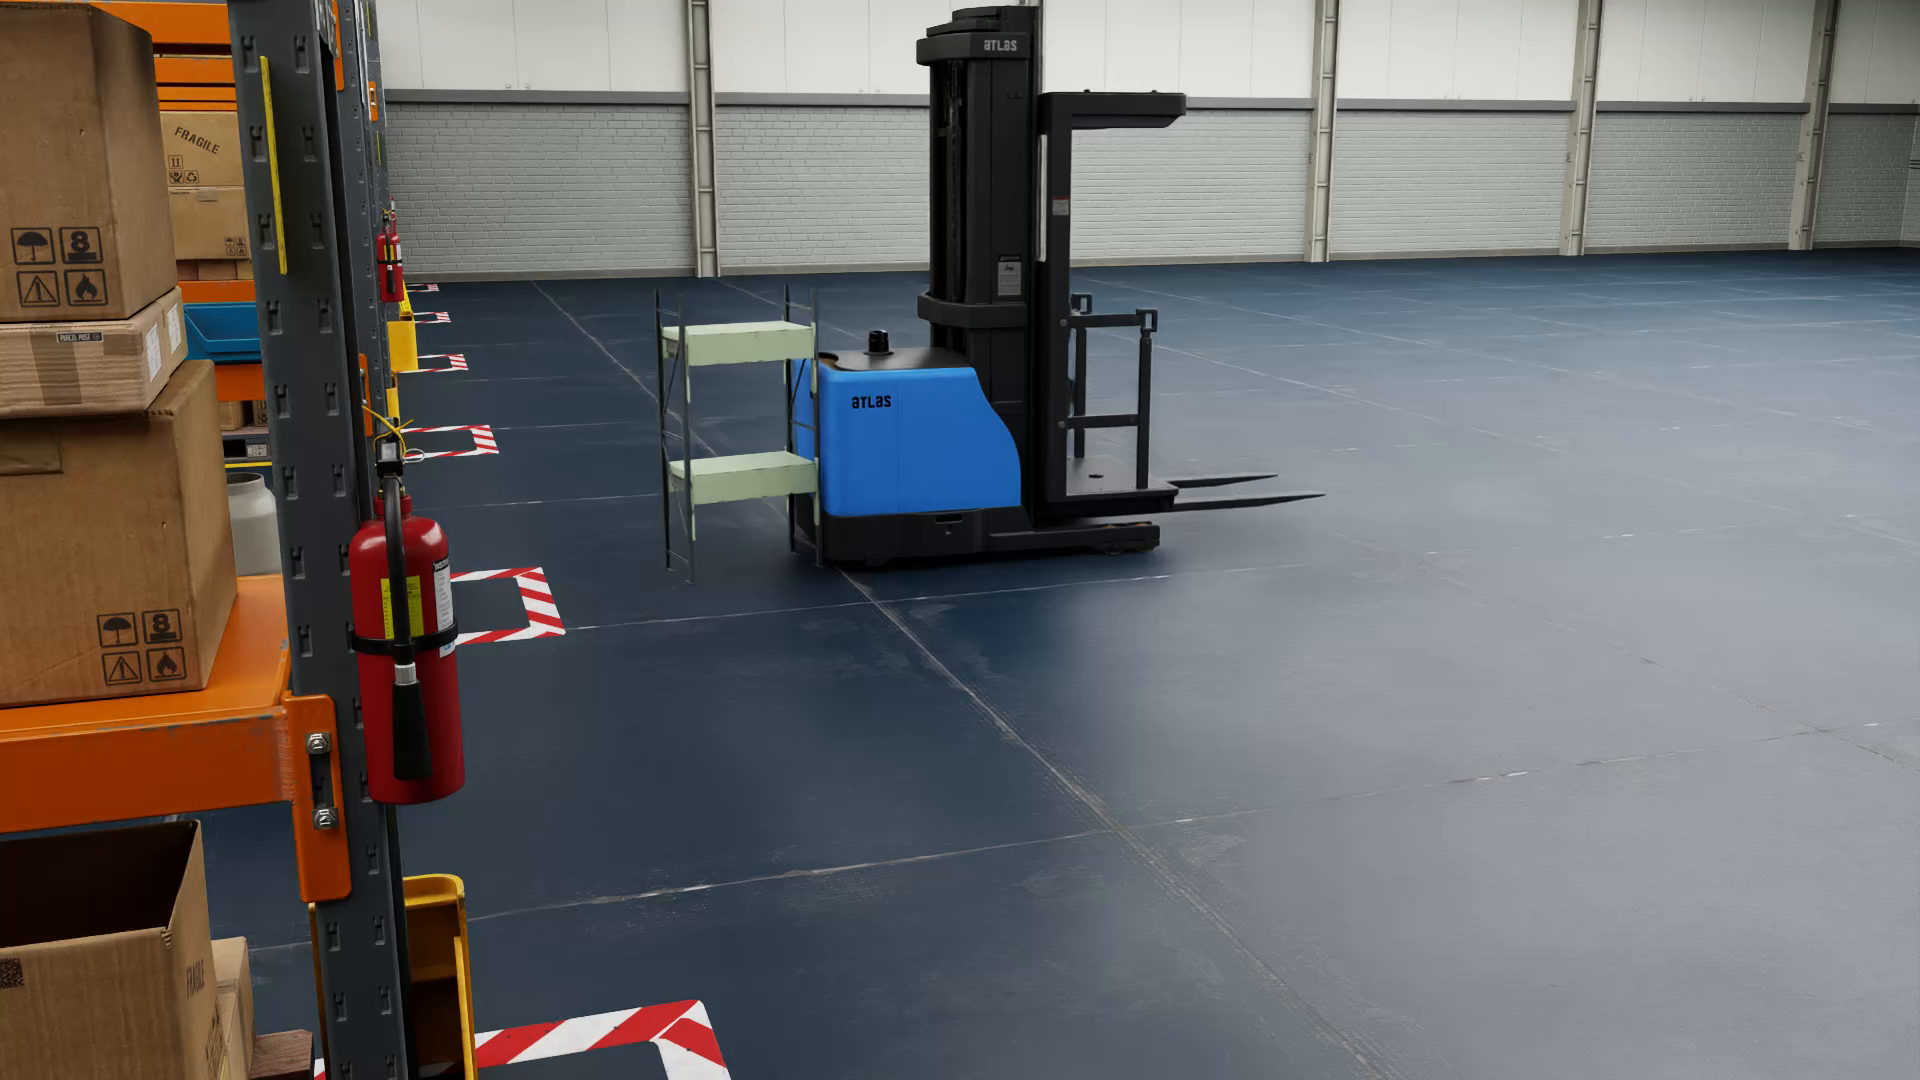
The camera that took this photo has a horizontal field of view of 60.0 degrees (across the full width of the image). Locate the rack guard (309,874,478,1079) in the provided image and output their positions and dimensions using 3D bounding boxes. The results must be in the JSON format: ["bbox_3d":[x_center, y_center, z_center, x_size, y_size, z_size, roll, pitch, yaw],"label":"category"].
[{"bbox_3d":[-1.200,1.195,3.540,0.348,0.500,1.175,-4,14,-18],"label":"rack guard"}]

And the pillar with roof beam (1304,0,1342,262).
[{"bbox_3d":[8.360,-8.904,27.628,0.400,9.000,9.100,-4,14,-18],"label":"pillar with roof beam"}]

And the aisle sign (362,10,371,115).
[{"bbox_3d":[-4.415,-3.528,12.374,0.004,0.787,0.394,-4,14,-18],"label":"aisle sign"}]

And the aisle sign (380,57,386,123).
[{"bbox_3d":[-5.893,-4.624,16.981,0.004,0.787,0.394,-4,14,-18],"label":"aisle sign"}]

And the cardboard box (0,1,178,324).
[{"bbox_3d":[-1.719,-0.664,2.932,0.500,0.500,0.700,-4,14,-18],"label":"cardboard box"}]

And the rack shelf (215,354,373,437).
[{"bbox_3d":[-4.694,-0.609,7.275,4.000,0.370,1.077,-4,14,-18],"label":"rack shelf"}]

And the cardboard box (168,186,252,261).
[{"bbox_3d":[-5.344,-2.288,11.922,0.500,0.500,0.875,-4,14,-18],"label":"cardboard box"}]

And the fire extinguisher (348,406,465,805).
[{"bbox_3d":[-0.962,0.111,2.861,0.183,0.674,0.296,-4,14,-18],"label":"fire extinguisher"}]

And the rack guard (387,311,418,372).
[{"bbox_3d":[-5.842,-2.074,17.280,0.348,0.500,1.175,-4,14,-18],"label":"rack guard"}]

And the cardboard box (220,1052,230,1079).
[{"bbox_3d":[-1.637,1.218,3.074,0.500,0.250,0.500,-4,14,-18],"label":"cardboard box"}]

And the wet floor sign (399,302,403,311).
[{"bbox_3d":[-6.469,-2.579,19.091,0.232,0.644,0.267,-7,15,-28],"label":"wet floor sign"}]

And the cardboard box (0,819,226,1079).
[{"bbox_3d":[-1.636,0.854,2.986,0.500,0.500,0.500,-4,14,-18],"label":"cardboard box"}]

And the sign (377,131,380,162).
[{"bbox_3d":[-5.705,-3.846,16.318,0.005,0.325,0.100,-4,14,-18],"label":"sign"}]

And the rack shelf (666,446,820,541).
[{"bbox_3d":[-1.169,-0.259,8.900,0.720,0.370,0.431,-7,15,-29],"label":"rack shelf"}]

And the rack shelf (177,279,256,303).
[{"bbox_3d":[-6.274,-1.695,11.842,4.000,0.370,1.077,-4,14,-18],"label":"rack shelf"}]

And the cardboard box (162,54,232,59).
[{"bbox_3d":[-5.227,-3.450,11.508,0.500,0.250,0.500,-4,14,-18],"label":"cardboard box"}]

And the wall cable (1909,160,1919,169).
[{"bbox_3d":[21.574,-9.150,35.375,0.112,2.526,3.097,-4,14,-18],"label":"wall cable"}]

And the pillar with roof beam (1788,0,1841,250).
[{"bbox_3d":[19.733,-9.789,31.352,0.400,9.000,9.100,-4,14,-18],"label":"pillar with roof beam"}]

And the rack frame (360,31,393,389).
[{"bbox_3d":[-4.378,-2.193,12.379,0.127,3.000,1.000,-4,14,-18],"label":"rack frame"}]

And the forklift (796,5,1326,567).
[{"bbox_3d":[0.621,-1.454,9.423,3.031,2.935,1.130,-4,14,-16],"label":"forklift"}]

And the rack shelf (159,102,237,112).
[{"bbox_3d":[-9.435,-5.328,20.632,4.000,0.370,1.077,-4,14,-18],"label":"rack shelf"}]

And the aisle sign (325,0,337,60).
[{"bbox_3d":[-1.258,-1.356,3.246,0.004,0.787,0.394,-4,14,-18],"label":"aisle sign"}]

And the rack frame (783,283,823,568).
[{"bbox_3d":[-0.851,-0.618,9.000,0.023,1.500,0.400,-7,15,-29],"label":"rack frame"}]

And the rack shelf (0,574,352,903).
[{"bbox_3d":[-3.118,0.478,2.706,4.000,0.370,1.077,-4,14,-18],"label":"rack shelf"}]

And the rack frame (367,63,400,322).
[{"bbox_3d":[-5.865,-3.288,16.984,0.127,3.000,1.000,-4,14,-18],"label":"rack frame"}]

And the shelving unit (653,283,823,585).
[{"bbox_3d":[-1.169,-0.576,8.824,0.755,1.500,0.431,-7,15,-29],"label":"shelving unit"}]

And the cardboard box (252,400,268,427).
[{"bbox_3d":[-4.976,-1.138,12.441,0.500,0.500,0.500,-2,14,-8],"label":"cardboard box"}]

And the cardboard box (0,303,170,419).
[{"bbox_3d":[-1.524,-0.314,2.863,0.250,0.149,0.380,-5,14,-19],"label":"cardboard box"}]

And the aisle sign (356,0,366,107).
[{"bbox_3d":[-2.824,-2.441,7.804,0.004,0.787,0.394,-4,14,-18],"label":"aisle sign"}]

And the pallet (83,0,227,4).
[{"bbox_3d":[-3.614,-2.434,7.320,1.213,0.211,1.003,-4,14,-18],"label":"pallet"}]

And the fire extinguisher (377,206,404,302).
[{"bbox_3d":[-4.123,-2.062,11.998,0.183,0.674,0.296,-4,14,-18],"label":"fire extinguisher"}]

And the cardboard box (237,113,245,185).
[{"bbox_3d":[-4.821,-2.778,11.819,0.500,0.500,0.500,-4,14,-18],"label":"cardboard box"}]

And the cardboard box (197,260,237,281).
[{"bbox_3d":[-5.282,-1.941,11.864,0.250,0.149,0.380,-4,14,-18],"label":"cardboard box"}]

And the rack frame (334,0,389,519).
[{"bbox_3d":[-2.799,-1.106,7.812,0.127,3.000,1.000,-4,14,-18],"label":"rack frame"}]
